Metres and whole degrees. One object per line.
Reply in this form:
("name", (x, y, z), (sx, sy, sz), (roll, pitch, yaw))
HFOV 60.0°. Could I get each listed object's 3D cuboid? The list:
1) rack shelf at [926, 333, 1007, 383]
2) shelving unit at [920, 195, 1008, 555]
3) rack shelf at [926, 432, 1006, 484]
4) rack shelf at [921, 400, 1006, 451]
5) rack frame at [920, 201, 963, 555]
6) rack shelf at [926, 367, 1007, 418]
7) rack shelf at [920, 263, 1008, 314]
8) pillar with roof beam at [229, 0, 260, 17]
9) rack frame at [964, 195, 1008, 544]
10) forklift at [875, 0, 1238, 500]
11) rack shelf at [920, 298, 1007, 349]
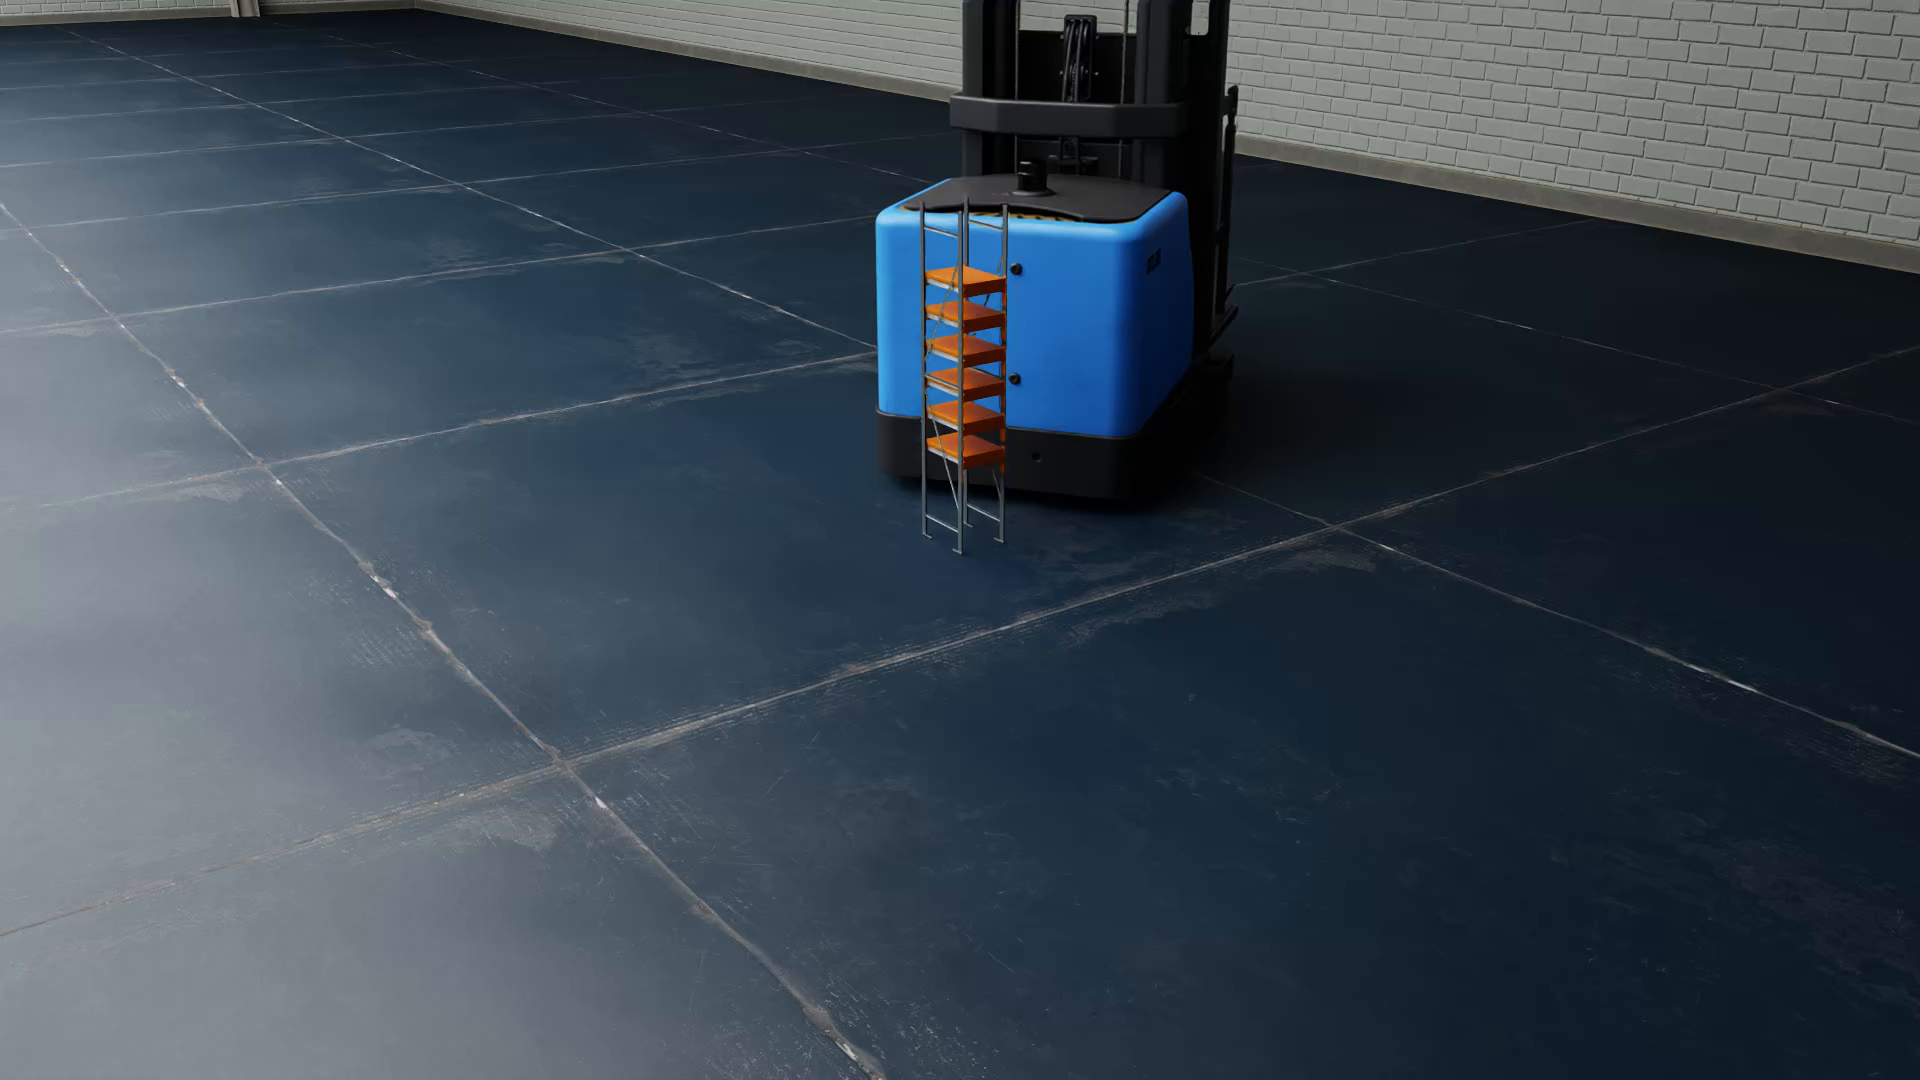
("rack shelf", (0.012, -0.631, 5.716), (0.180, 0.103, 0.258), (-15, 26, -33))
("shelving unit", (0.012, -0.560, 5.744), (0.189, 1.200, 0.258), (-15, 26, -33))
("rack shelf", (0.012, -0.296, 5.849), (0.180, 0.103, 0.258), (-15, 26, -33))
("rack shelf", (0.012, -0.408, 5.805), (0.180, 0.103, 0.258), (-15, 26, -33))
("rack frame", (-0.063, -0.541, 5.694), (0.006, 1.200, 0.240), (-15, 26, -33))
("rack shelf", (0.012, -0.519, 5.760), (0.180, 0.103, 0.258), (-15, 26, -33))
("rack shelf", (0.012, -0.853, 5.627), (0.180, 0.103, 0.258), (-15, 26, -33))
("pillar with roof beam", (-9.637, -11.800, 23.389), (0.400, 9.000, 9.100), (-15, 26, -33))
("rack frame", (0.086, -0.580, 5.794), (0.006, 1.200, 0.240), (-15, 26, -33))
("forklift", (0.631, -2.024, 7.077), (1.130, 2.935, 3.031), (7, 23, 17))
("rack shelf", (0.012, -0.742, 5.671), (0.180, 0.103, 0.258), (-15, 26, -33))
